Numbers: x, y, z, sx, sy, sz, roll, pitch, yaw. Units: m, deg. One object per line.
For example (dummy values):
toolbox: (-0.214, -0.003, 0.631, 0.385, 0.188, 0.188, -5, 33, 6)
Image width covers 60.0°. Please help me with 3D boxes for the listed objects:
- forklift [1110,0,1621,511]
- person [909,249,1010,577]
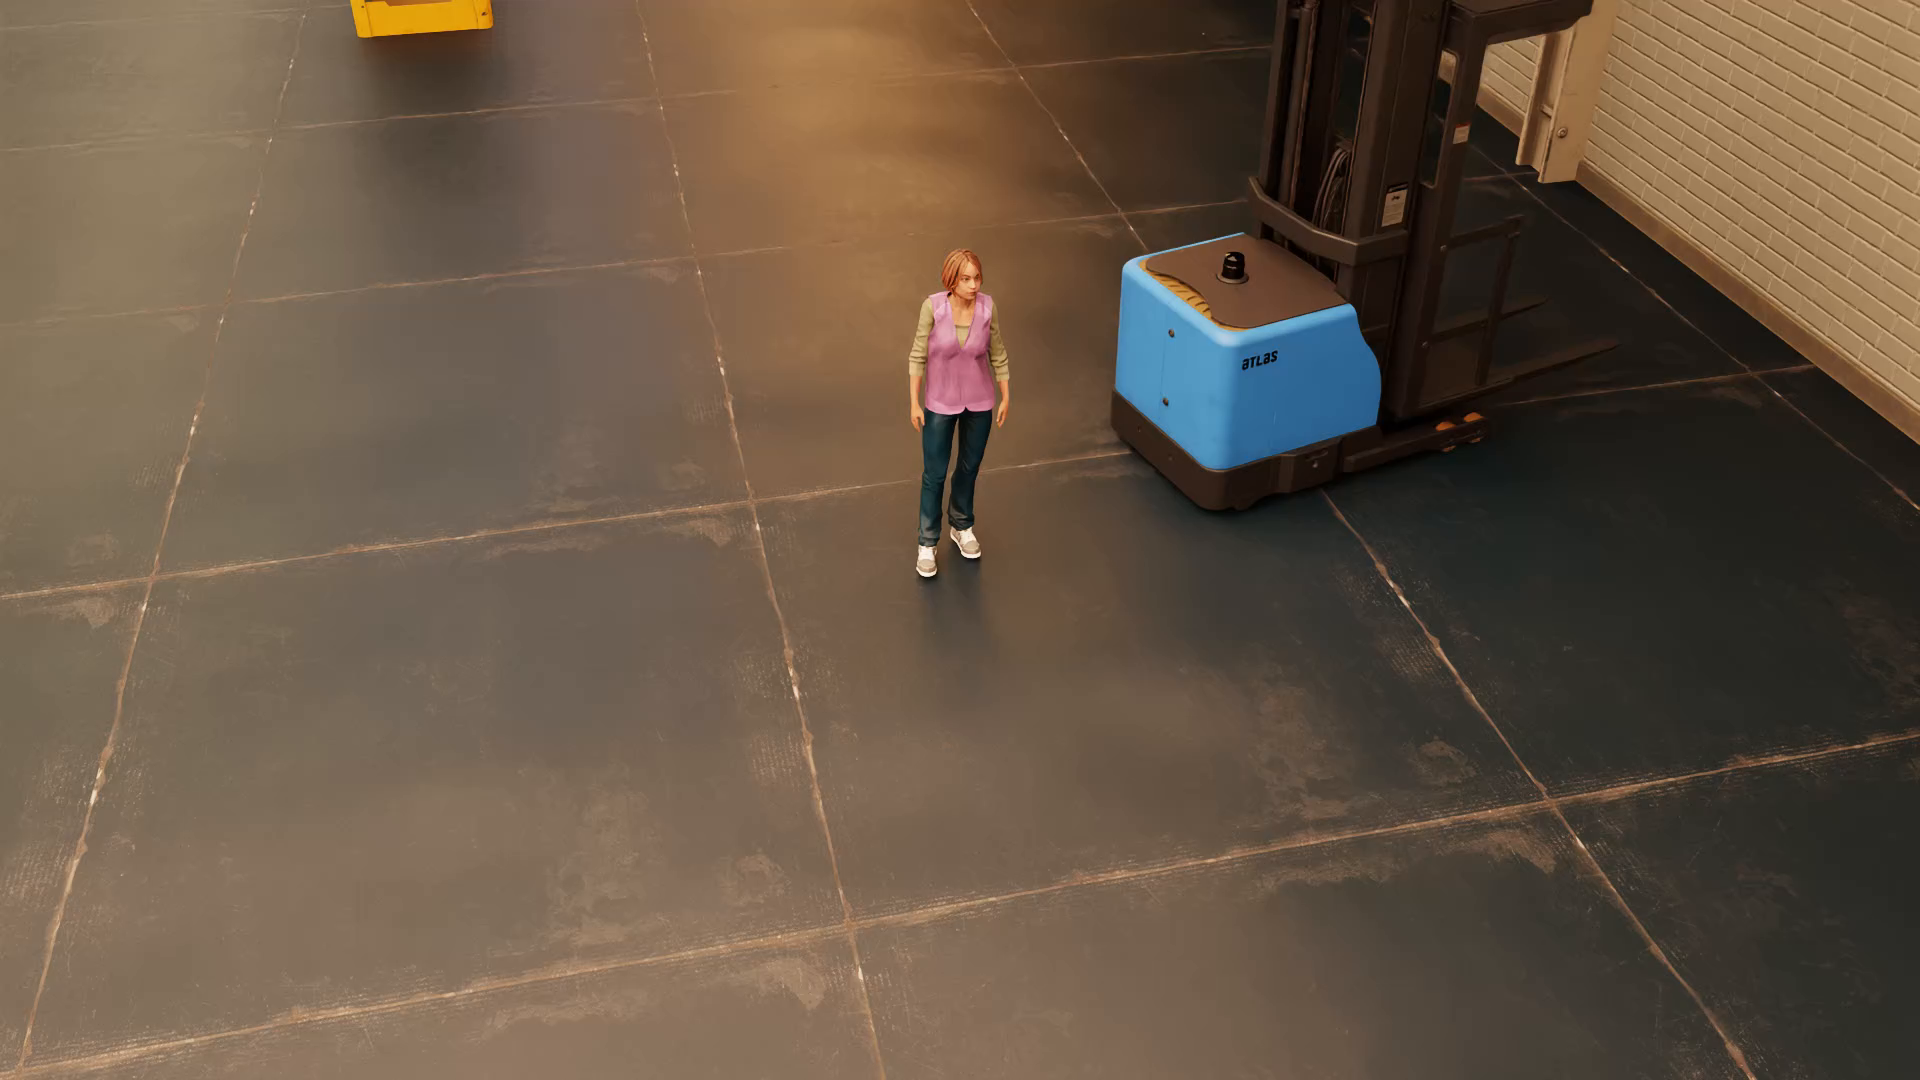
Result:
forklift: (2.393, -1.940, 8.745, 3.031, 2.935, 1.130, -17, 39, -22)
person: (0.004, -0.610, 8.027, 0.521, 1.599, 0.473, -8, 36, -11)
